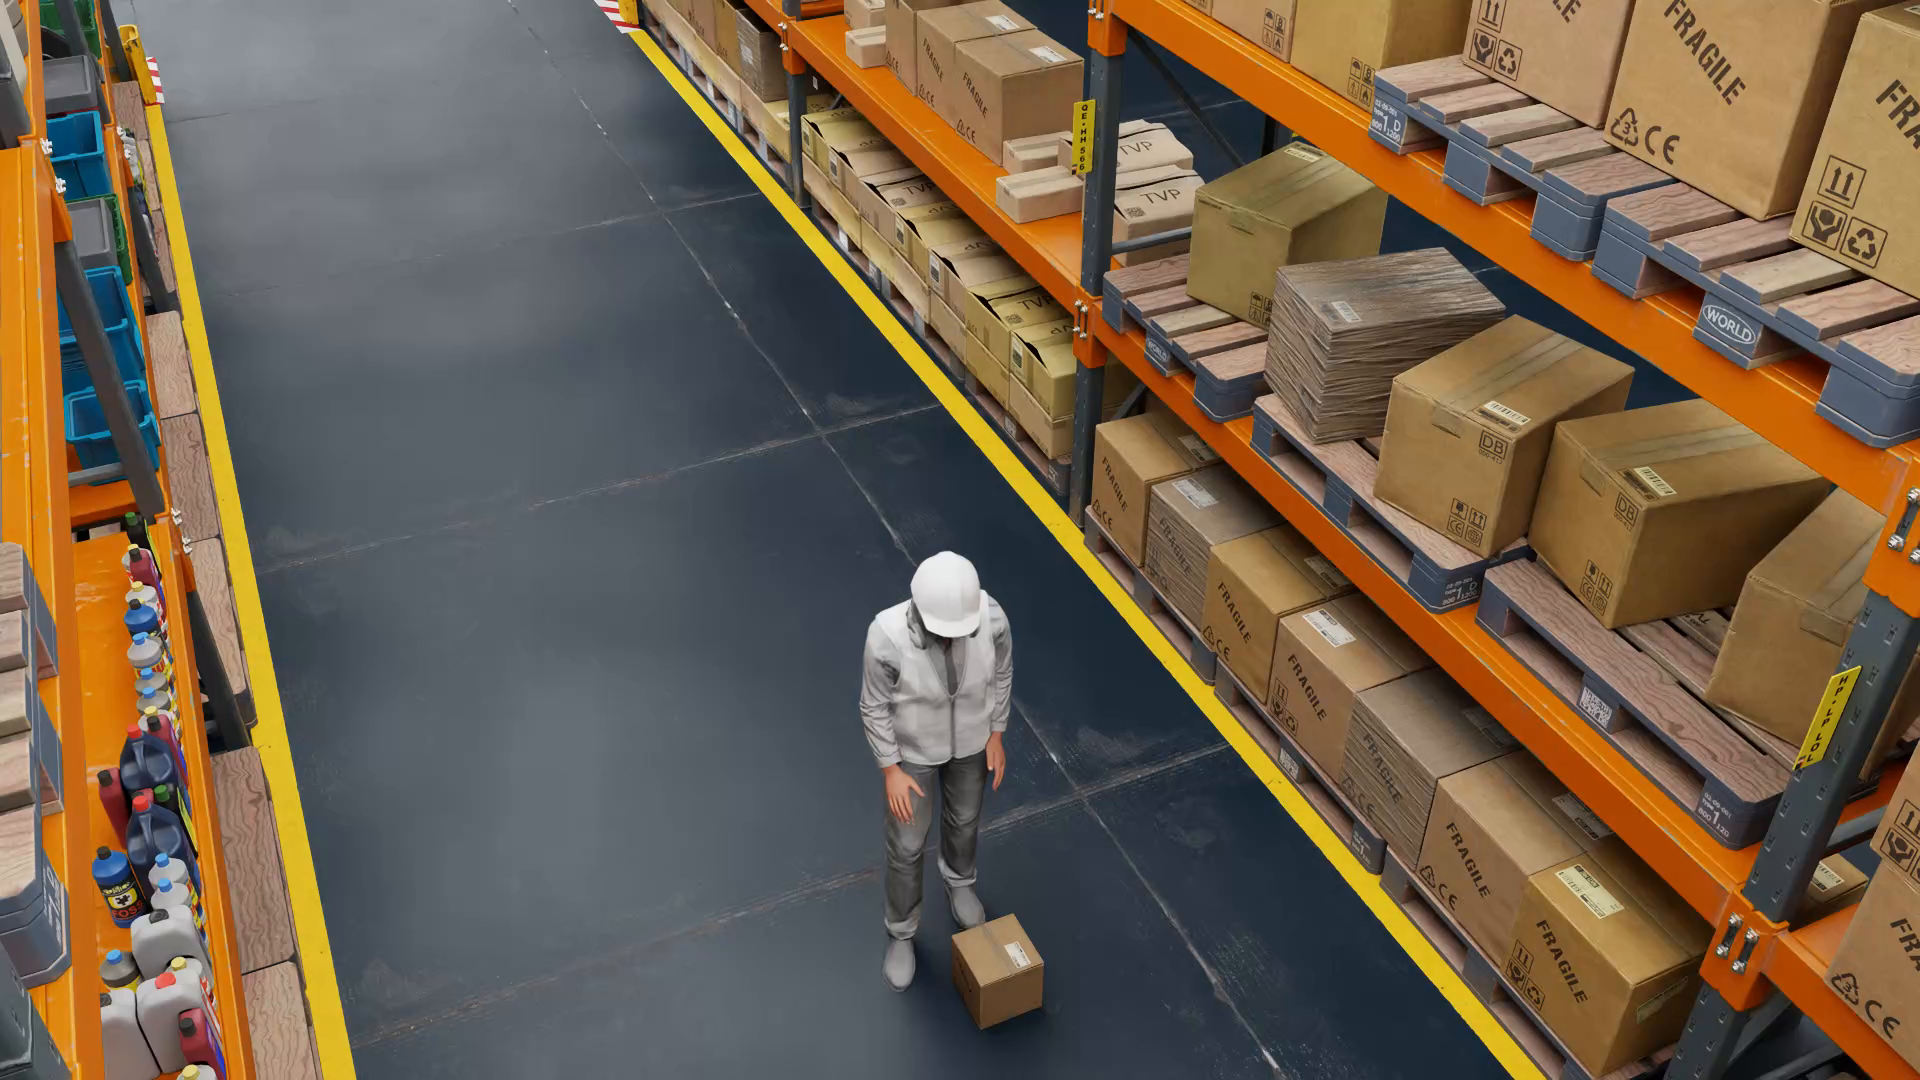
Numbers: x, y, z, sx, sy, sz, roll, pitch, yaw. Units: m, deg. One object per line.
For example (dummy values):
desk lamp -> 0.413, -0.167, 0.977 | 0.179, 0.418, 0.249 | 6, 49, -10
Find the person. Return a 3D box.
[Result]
person -> -0.075, 0.748, 5.832 | 0.582, 1.783, 0.540 | -13, 39, -16
